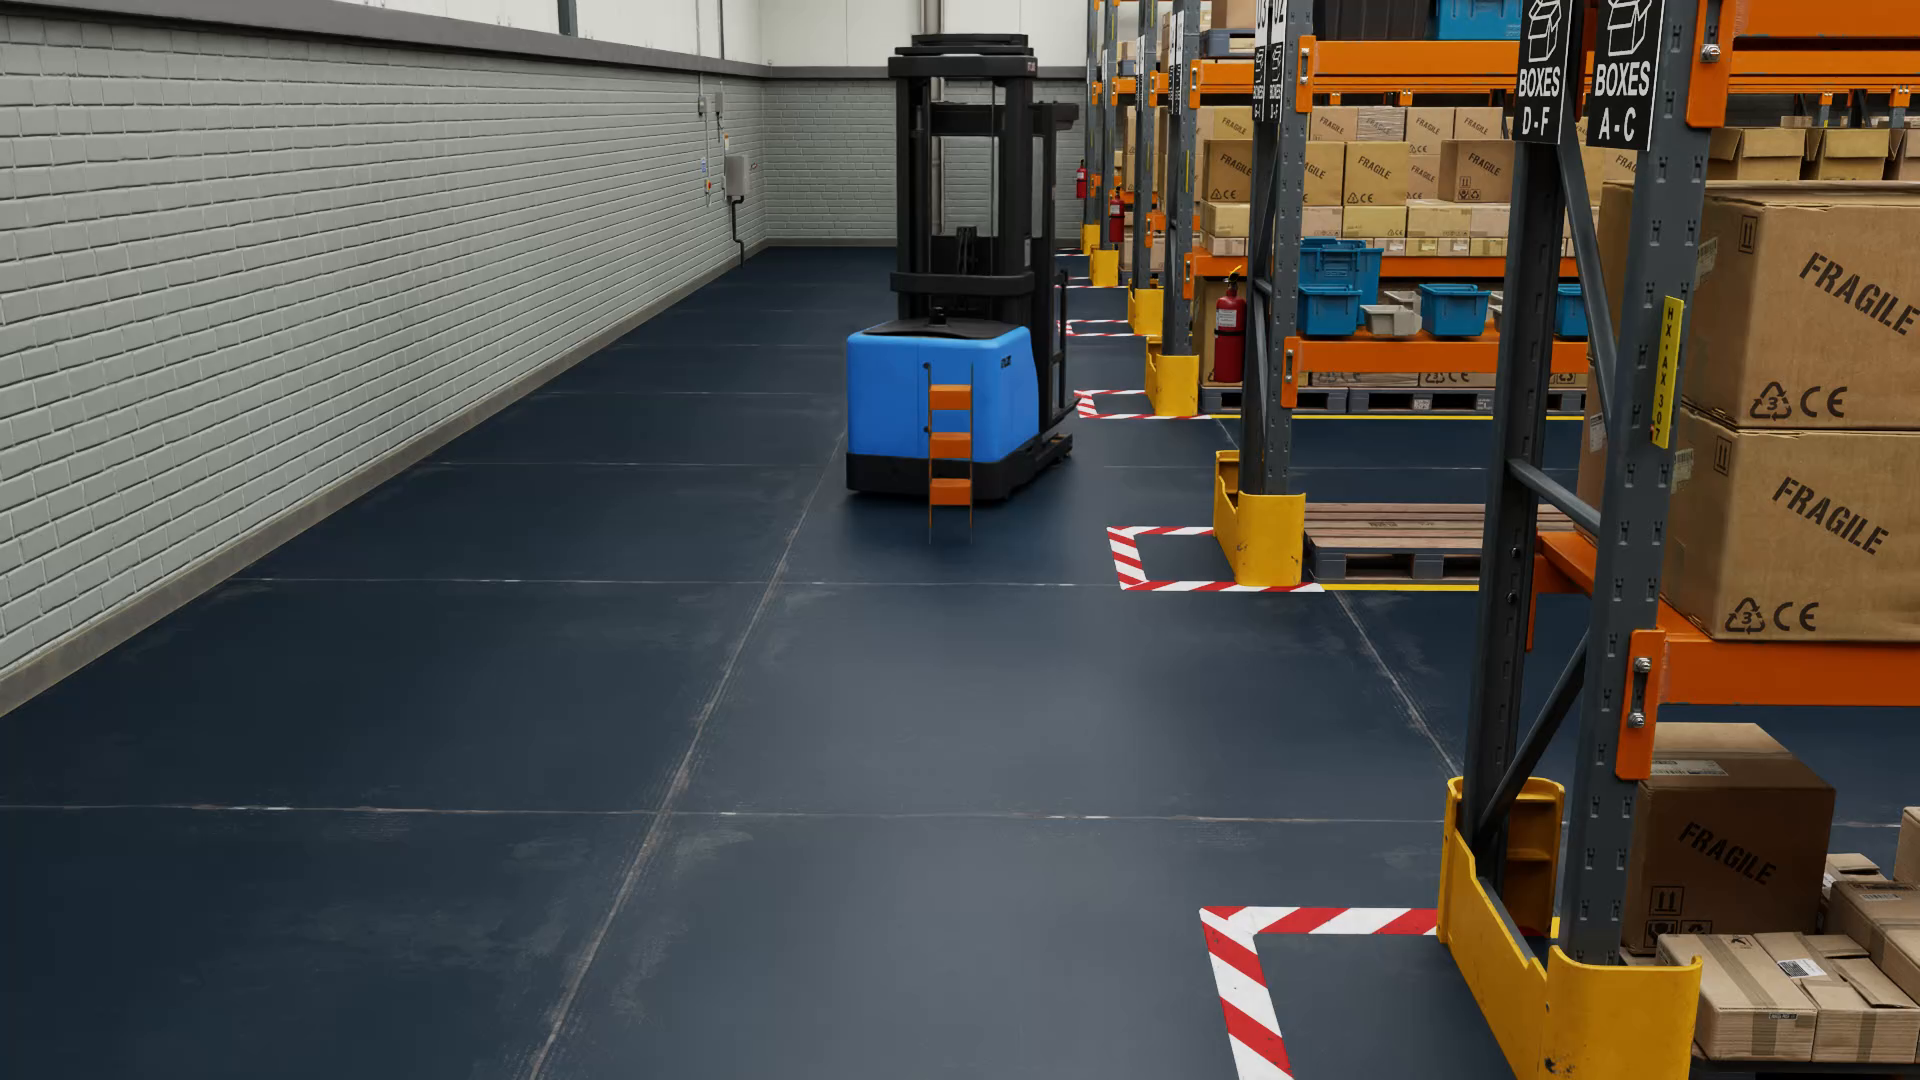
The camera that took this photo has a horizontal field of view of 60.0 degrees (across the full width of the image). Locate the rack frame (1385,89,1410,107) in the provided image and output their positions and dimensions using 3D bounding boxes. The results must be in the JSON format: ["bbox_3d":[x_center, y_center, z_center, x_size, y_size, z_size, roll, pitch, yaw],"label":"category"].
[{"bbox_3d":[6.076,-5.116,23.353,0.127,3.000,1.000,0,15,1],"label":"rack frame"}]

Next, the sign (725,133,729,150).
[{"bbox_3d":[-3.569,-6.095,25.441,0.001,0.242,0.339,0,15,1],"label":"sign"}]

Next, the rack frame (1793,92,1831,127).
[{"bbox_3d":[14.197,-6.330,27.953,0.127,3.000,1.000,0,15,1],"label":"rack frame"}]

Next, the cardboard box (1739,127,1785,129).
[{"bbox_3d":[11.040,-5.422,22.909,0.500,0.500,0.500,1,15,4],"label":"cardboard box"}]

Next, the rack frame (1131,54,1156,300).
[{"bbox_3d":[2.052,-3.879,18.664,0.127,3.000,1.000,0,15,1],"label":"rack frame"}]

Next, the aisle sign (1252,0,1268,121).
[{"bbox_3d":[1.634,-2.684,9.038,0.004,0.787,0.394,0,15,1],"label":"aisle sign"}]

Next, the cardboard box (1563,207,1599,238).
[{"bbox_3d":[4.858,-2.599,13.523,0.500,0.250,0.500,1,15,3],"label":"cardboard box"}]

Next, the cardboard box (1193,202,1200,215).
[{"bbox_3d":[2.623,-3.681,18.405,0.250,0.149,0.380,1,15,3],"label":"cardboard box"}]

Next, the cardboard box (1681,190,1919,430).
[{"bbox_3d":[2.005,-0.551,3.891,0.500,0.500,0.500,1,15,3],"label":"cardboard box"}]

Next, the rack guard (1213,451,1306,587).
[{"bbox_3d":[1.674,-0.140,9.392,0.348,0.500,1.175,0,15,1],"label":"rack guard"}]

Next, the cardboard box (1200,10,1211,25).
[{"bbox_3d":[2.625,-5.625,17.934,0.250,0.149,0.380,1,15,4],"label":"cardboard box"}]

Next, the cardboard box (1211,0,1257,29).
[{"bbox_3d":[2.346,-4.376,13.450,0.500,0.500,0.700,-1,15,-2],"label":"cardboard box"}]

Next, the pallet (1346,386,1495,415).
[{"bbox_3d":[3.842,-1.273,14.251,1.213,0.211,1.003,0,15,1],"label":"pallet"}]

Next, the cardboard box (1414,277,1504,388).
[{"bbox_3d":[4.266,-1.795,14.107,0.875,0.875,0.875,0,15,1],"label":"cardboard box"}]

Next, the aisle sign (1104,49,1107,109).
[{"bbox_3d":[1.998,-6.326,22.841,0.004,0.787,0.394,0,15,1],"label":"aisle sign"}]

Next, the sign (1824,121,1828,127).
[{"bbox_3d":[14.193,-6.713,27.291,0.005,0.325,0.100,0,15,1],"label":"sign"}]

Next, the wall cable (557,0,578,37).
[{"bbox_3d":[-3.740,-7.987,16.168,0.120,5.999,2.277,0,15,1],"label":"wall cable"}]

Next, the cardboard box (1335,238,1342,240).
[{"bbox_3d":[2.944,-2.403,13.561,0.250,0.149,0.380,0,15,1],"label":"cardboard box"}]

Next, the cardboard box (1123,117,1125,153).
[{"bbox_3d":[2.566,-5.732,23.529,0.500,0.500,0.500,1,15,3],"label":"cardboard box"}]

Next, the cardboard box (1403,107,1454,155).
[{"bbox_3d":[5.057,-4.465,18.145,0.500,0.500,0.500,0,15,0],"label":"cardboard box"}]

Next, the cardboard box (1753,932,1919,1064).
[{"bbox_3d":[2.228,1.160,4.254,0.250,0.166,0.380,0,15,1],"label":"cardboard box"}]

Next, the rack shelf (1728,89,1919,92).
[{"bbox_3d":[12.075,-6.180,22.914,4.000,0.370,1.077,0,15,1],"label":"rack shelf"}]

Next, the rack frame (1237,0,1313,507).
[{"bbox_3d":[1.698,-1.352,9.085,0.127,3.000,1.000,0,15,1],"label":"rack frame"}]

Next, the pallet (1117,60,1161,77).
[{"bbox_3d":[2.820,-6.548,23.072,1.213,0.211,1.003,0,15,1],"label":"pallet"}]

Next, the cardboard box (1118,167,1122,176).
[{"bbox_3d":[2.778,-6.225,28.047,0.250,0.149,0.380,1,15,3],"label":"cardboard box"}]

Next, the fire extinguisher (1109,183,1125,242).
[{"bbox_3d":[1.812,-3.781,19.174,0.183,0.674,0.296,0,15,1],"label":"fire extinguisher"}]

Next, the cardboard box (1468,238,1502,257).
[{"bbox_3d":[4.225,-2.394,13.528,0.250,0.149,0.380,0,15,1],"label":"cardboard box"}]

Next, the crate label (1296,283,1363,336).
[{"bbox_3d":[1.937,-1.215,8.774,0.303,0.233,0.416,0,15,1],"label":"crate label"}]

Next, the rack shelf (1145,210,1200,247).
[{"bbox_3d":[4.052,-3.519,18.707,4.000,0.370,1.077,0,15,1],"label":"rack shelf"}]

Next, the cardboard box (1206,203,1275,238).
[{"bbox_3d":[2.298,-2.615,13.581,0.500,0.250,0.500,0,15,0],"label":"cardboard box"}]

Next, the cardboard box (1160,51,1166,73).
[{"bbox_3d":[2.514,-5.322,18.545,0.500,0.250,0.500,0,15,0],"label":"cardboard box"}]

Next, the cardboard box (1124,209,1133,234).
[{"bbox_3d":[2.810,-5.376,28.408,0.637,0.503,0.797,0,15,-1],"label":"cardboard box"}]

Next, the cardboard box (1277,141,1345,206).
[{"bbox_3d":[2.797,-2.974,13.473,0.500,0.500,0.500,0,15,0],"label":"cardboard box"}]

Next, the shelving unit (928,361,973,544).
[{"bbox_3d":[-0.054,-0.508,9.707,0.252,1.050,0.215,0,15,1],"label":"shelving unit"}]

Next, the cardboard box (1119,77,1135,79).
[{"bbox_3d":[2.776,-7.681,27.685,0.250,0.149,0.380,1,15,2],"label":"cardboard box"}]

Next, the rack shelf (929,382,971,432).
[{"bbox_3d":[-0.054,-0.772,9.638,0.240,0.259,0.215,0,15,1],"label":"rack shelf"}]

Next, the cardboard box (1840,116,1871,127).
[{"bbox_3d":[12.524,-5.847,23.249,0.250,0.149,0.380,1,15,5],"label":"cardboard box"}]

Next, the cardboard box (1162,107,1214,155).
[{"bbox_3d":[2.494,-4.484,18.218,0.500,0.500,0.500,0,15,1],"label":"cardboard box"}]

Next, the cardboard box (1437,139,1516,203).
[{"bbox_3d":[4.339,-3.099,13.946,0.500,0.500,0.500,0,15,0],"label":"cardboard box"}]

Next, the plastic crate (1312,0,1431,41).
[{"bbox_3d":[2.076,-2.666,8.440,0.590,0.269,0.497,0,15,1],"label":"plastic crate"}]

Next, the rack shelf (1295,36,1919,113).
[{"bbox_3d":[3.698,-2.442,8.745,4.000,0.370,1.077,0,15,1],"label":"rack shelf"}]

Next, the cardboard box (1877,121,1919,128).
[{"bbox_3d":[10.498,-4.354,18.306,0.500,0.500,0.700,0,15,1],"label":"cardboard box"}]

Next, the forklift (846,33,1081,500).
[{"bbox_3d":[0.189,-2.002,11.683,1.130,2.935,3.031,5,15,17],"label":"forklift"}]

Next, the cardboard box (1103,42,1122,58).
[{"bbox_3d":[2.638,-8.105,27.531,0.500,0.250,0.500,0,15,1],"label":"cardboard box"}]

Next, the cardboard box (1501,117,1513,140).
[{"bbox_3d":[7.520,-5.572,22.923,0.500,0.500,0.500,0,15,0],"label":"cardboard box"}]

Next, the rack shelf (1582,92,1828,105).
[{"bbox_3d":[12.198,-7.446,27.712,4.000,0.370,1.077,0,15,1],"label":"rack shelf"}]
